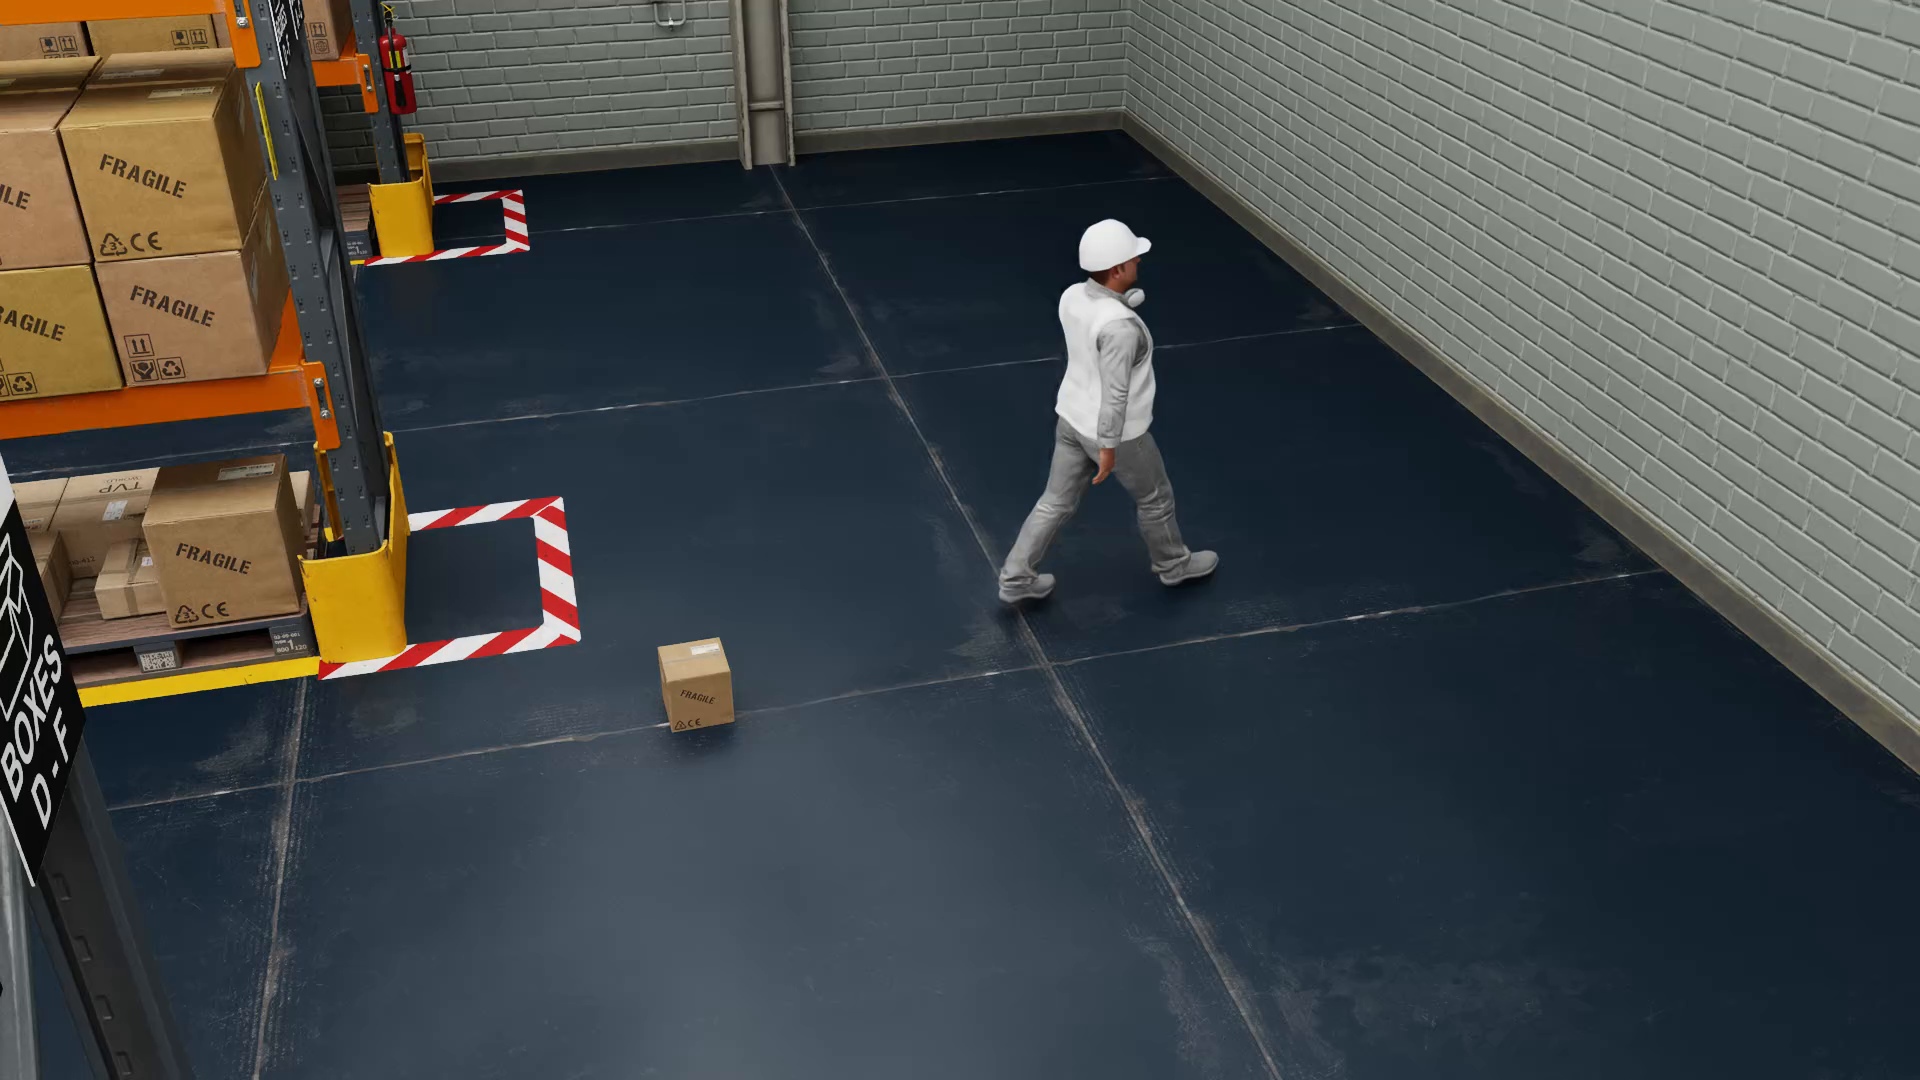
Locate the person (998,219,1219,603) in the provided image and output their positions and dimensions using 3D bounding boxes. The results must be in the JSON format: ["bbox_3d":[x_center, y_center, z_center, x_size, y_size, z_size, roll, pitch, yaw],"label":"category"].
[{"bbox_3d":[0.653,-0.535,7.020,1.058,1.719,0.549,-15,33,-25],"label":"person"}]
